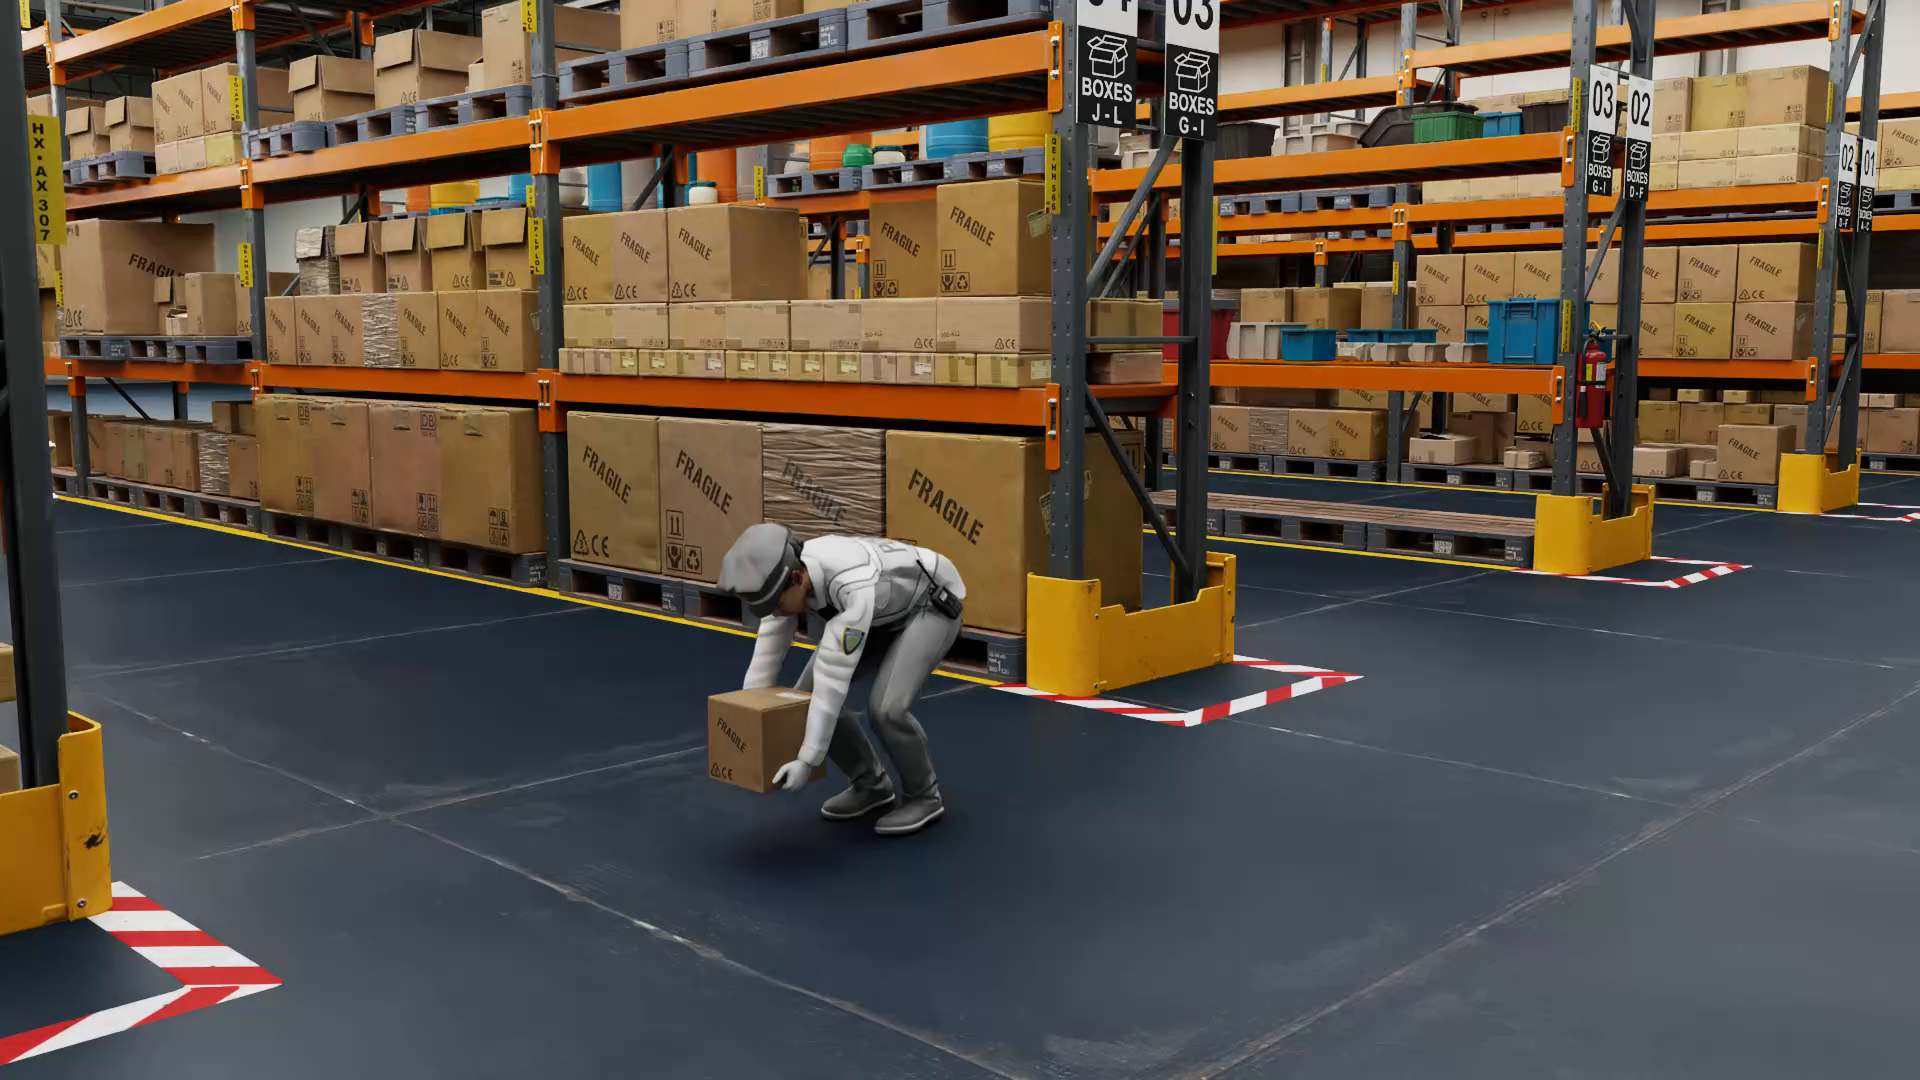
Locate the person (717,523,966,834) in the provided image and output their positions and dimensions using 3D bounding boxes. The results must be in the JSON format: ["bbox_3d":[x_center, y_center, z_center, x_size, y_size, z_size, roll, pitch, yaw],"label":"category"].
[{"bbox_3d":[-0.362,0.417,5.129,0.466,0.998,0.909,6,9,41],"label":"person"}]
